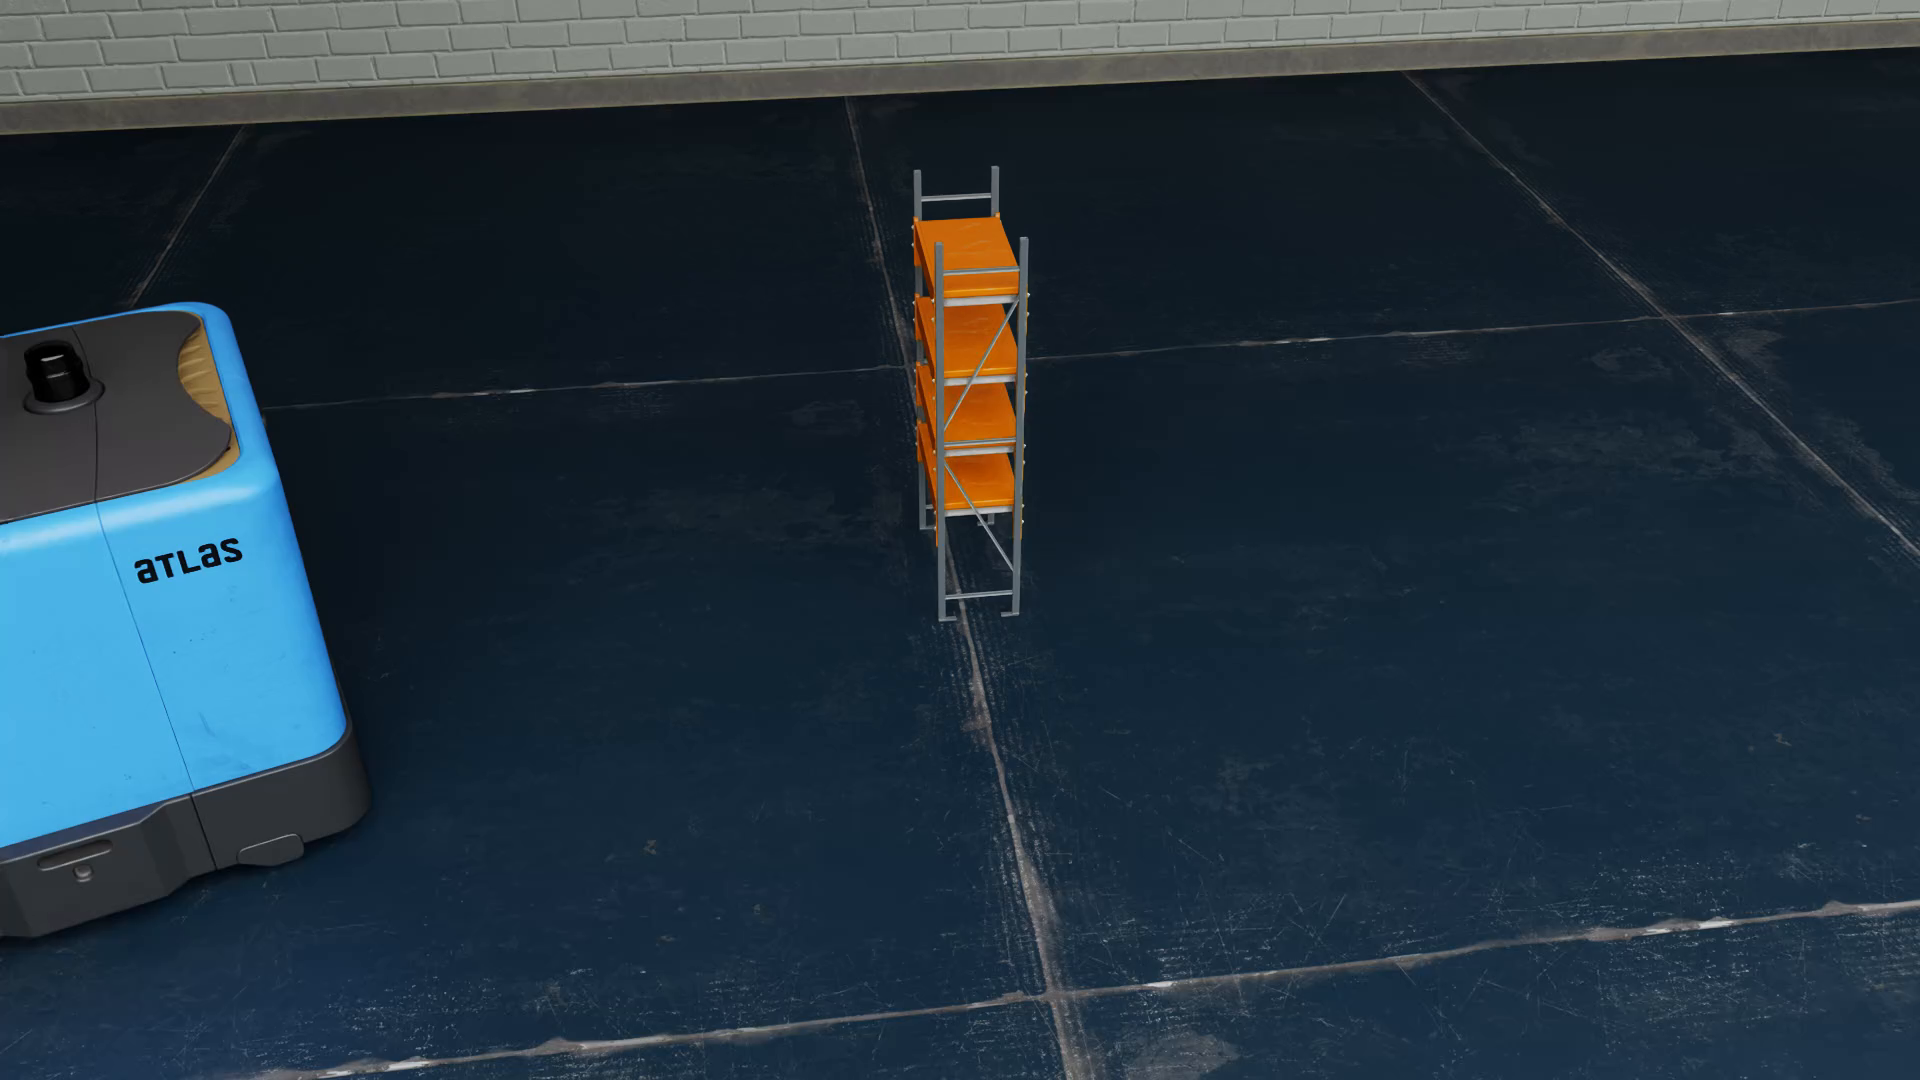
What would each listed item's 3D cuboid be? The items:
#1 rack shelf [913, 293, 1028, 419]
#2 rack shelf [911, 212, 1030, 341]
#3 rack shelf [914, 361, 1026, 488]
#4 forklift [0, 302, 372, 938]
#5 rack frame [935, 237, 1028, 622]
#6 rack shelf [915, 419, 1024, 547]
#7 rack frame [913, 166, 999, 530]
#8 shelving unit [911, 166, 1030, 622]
[{"bbox_3d":[0.022,-0.533,4.688,0.258,0.148,0.480,-4,35,-6],"label":"rack shelf"},{"bbox_3d":[0.022,-0.728,4.555,0.258,0.148,0.480,-4,35,-6],"label":"rack shelf"},{"bbox_3d":[0.022,-0.348,4.814,0.258,0.148,0.480,-4,35,-6],"label":"rack shelf"},{"bbox_3d":[-3.022,-0.338,3.143,3.031,2.935,1.130,-16,37,-22],"label":"forklift"},{"bbox_3d":[0.055,-0.267,4.577,0.240,1.200,0.015,-4,35,-6],"label":"rack frame"},{"bbox_3d":[0.022,-0.184,4.926,0.258,0.148,0.480,-4,35,-6],"label":"rack shelf"},{"bbox_3d":[-0.011,-0.540,4.976,0.240,1.200,0.015,-4,35,-6],"label":"rack frame"},{"bbox_3d":[0.022,-0.403,4.777,0.258,1.200,0.503,-4,35,-6],"label":"shelving unit"}]
